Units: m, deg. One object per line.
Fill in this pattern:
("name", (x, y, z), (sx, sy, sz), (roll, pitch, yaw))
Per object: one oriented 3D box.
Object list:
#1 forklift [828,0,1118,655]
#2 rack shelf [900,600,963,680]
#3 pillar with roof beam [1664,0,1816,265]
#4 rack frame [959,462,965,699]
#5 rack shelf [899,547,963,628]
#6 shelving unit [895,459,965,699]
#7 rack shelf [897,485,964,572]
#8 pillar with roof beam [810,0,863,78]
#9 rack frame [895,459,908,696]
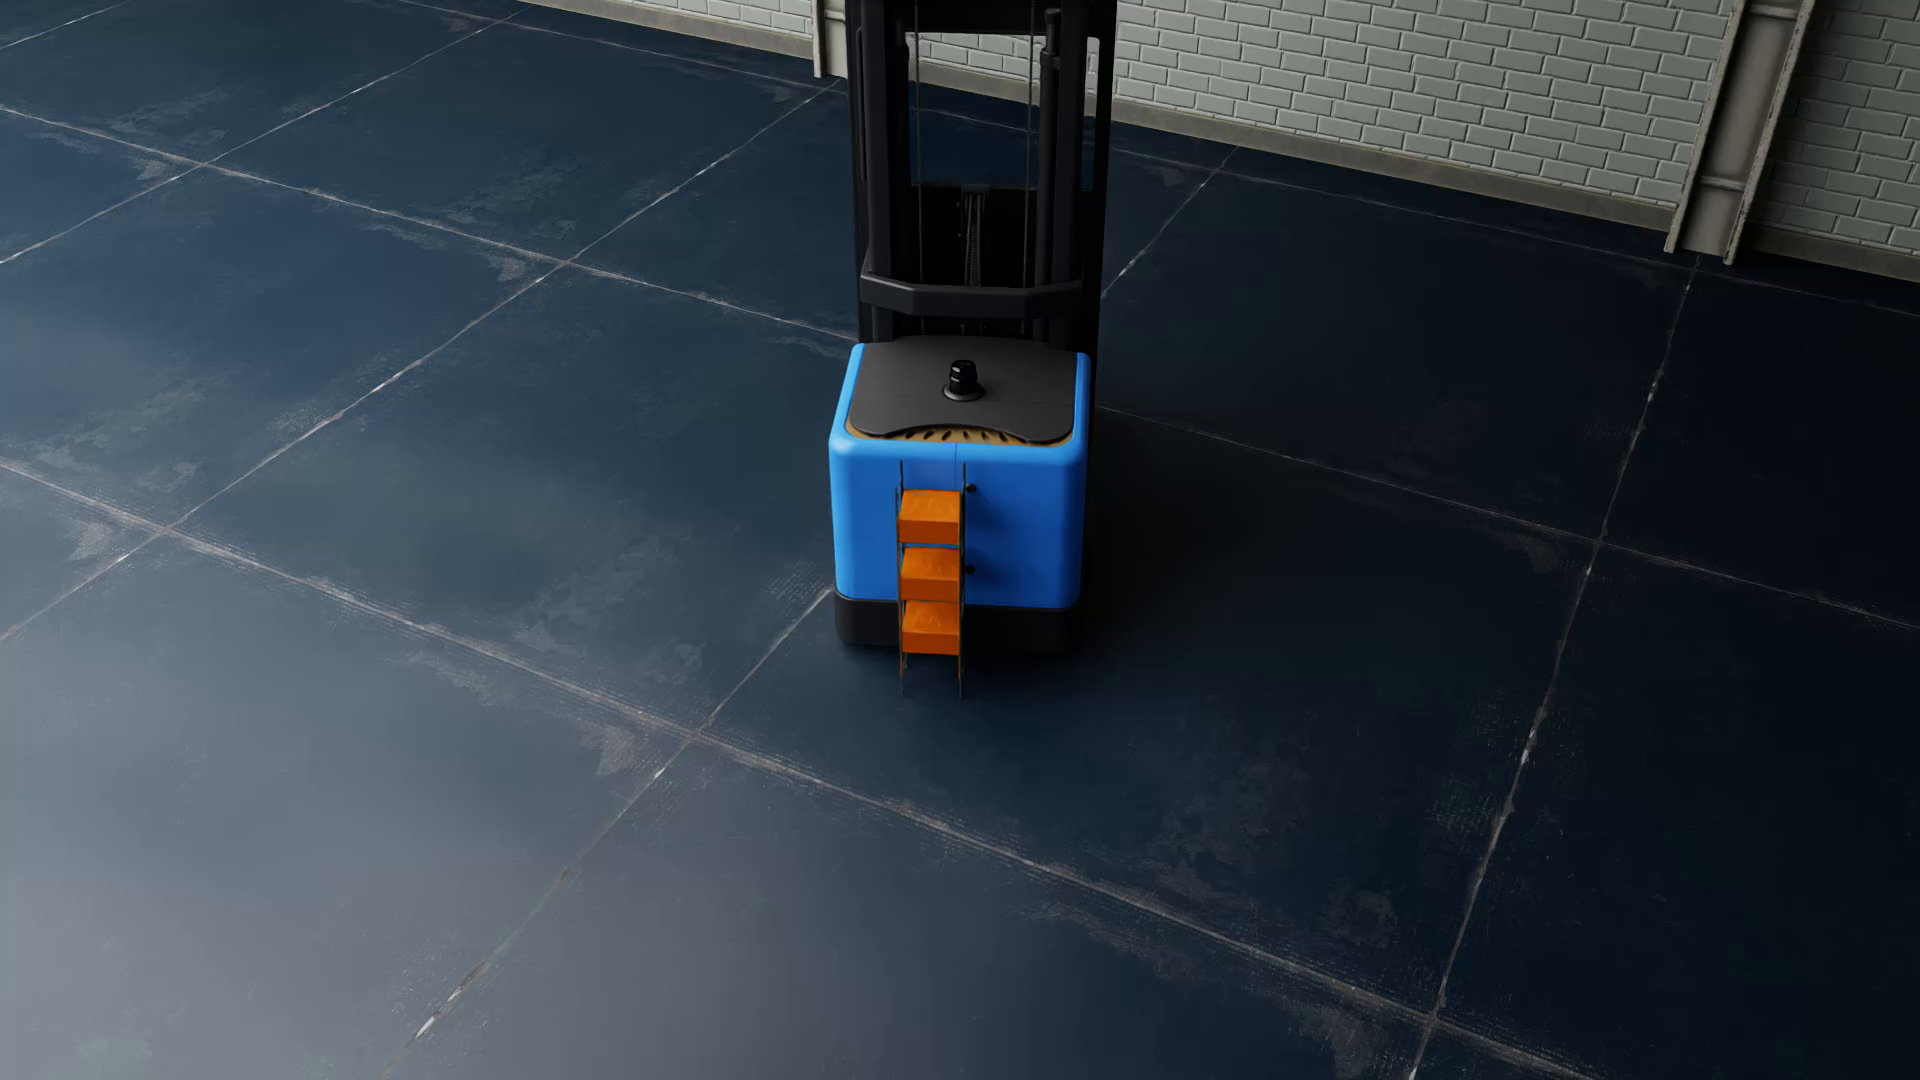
("forklift", (0.103, -1.560, 7.381), (1.130, 2.935, 3.031), (3, 37, 4))
("rack shelf", (-0.112, 0.403, 6.829), (0.240, 0.259, 0.215), (3, 37, 4))
("pillar with roof beam", (2.519, -3.046, 4.321), (0.400, 9.000, 9.100), (17, 41, 21))
("rack frame", (0.009, 0.179, 6.646), (0.008, 1.050, 0.200), (3, 37, 4))
("rack shelf", (-0.112, 0.181, 6.661), (0.240, 0.259, 0.215), (3, 37, 4))
("shelving unit", (-0.112, 0.173, 6.654), (0.252, 1.050, 0.215), (3, 37, 4))
("rack shelf", (-0.112, -0.045, 6.489), (0.240, 0.259, 0.215), (3, 37, 4))
("pillar with roof beam", (-2.809, -4.715, 6.518), (0.400, 9.000, 9.100), (17, 41, 21))
("rack frame", (-0.234, 0.167, 6.662), (0.008, 1.050, 0.200), (3, 37, 4))
